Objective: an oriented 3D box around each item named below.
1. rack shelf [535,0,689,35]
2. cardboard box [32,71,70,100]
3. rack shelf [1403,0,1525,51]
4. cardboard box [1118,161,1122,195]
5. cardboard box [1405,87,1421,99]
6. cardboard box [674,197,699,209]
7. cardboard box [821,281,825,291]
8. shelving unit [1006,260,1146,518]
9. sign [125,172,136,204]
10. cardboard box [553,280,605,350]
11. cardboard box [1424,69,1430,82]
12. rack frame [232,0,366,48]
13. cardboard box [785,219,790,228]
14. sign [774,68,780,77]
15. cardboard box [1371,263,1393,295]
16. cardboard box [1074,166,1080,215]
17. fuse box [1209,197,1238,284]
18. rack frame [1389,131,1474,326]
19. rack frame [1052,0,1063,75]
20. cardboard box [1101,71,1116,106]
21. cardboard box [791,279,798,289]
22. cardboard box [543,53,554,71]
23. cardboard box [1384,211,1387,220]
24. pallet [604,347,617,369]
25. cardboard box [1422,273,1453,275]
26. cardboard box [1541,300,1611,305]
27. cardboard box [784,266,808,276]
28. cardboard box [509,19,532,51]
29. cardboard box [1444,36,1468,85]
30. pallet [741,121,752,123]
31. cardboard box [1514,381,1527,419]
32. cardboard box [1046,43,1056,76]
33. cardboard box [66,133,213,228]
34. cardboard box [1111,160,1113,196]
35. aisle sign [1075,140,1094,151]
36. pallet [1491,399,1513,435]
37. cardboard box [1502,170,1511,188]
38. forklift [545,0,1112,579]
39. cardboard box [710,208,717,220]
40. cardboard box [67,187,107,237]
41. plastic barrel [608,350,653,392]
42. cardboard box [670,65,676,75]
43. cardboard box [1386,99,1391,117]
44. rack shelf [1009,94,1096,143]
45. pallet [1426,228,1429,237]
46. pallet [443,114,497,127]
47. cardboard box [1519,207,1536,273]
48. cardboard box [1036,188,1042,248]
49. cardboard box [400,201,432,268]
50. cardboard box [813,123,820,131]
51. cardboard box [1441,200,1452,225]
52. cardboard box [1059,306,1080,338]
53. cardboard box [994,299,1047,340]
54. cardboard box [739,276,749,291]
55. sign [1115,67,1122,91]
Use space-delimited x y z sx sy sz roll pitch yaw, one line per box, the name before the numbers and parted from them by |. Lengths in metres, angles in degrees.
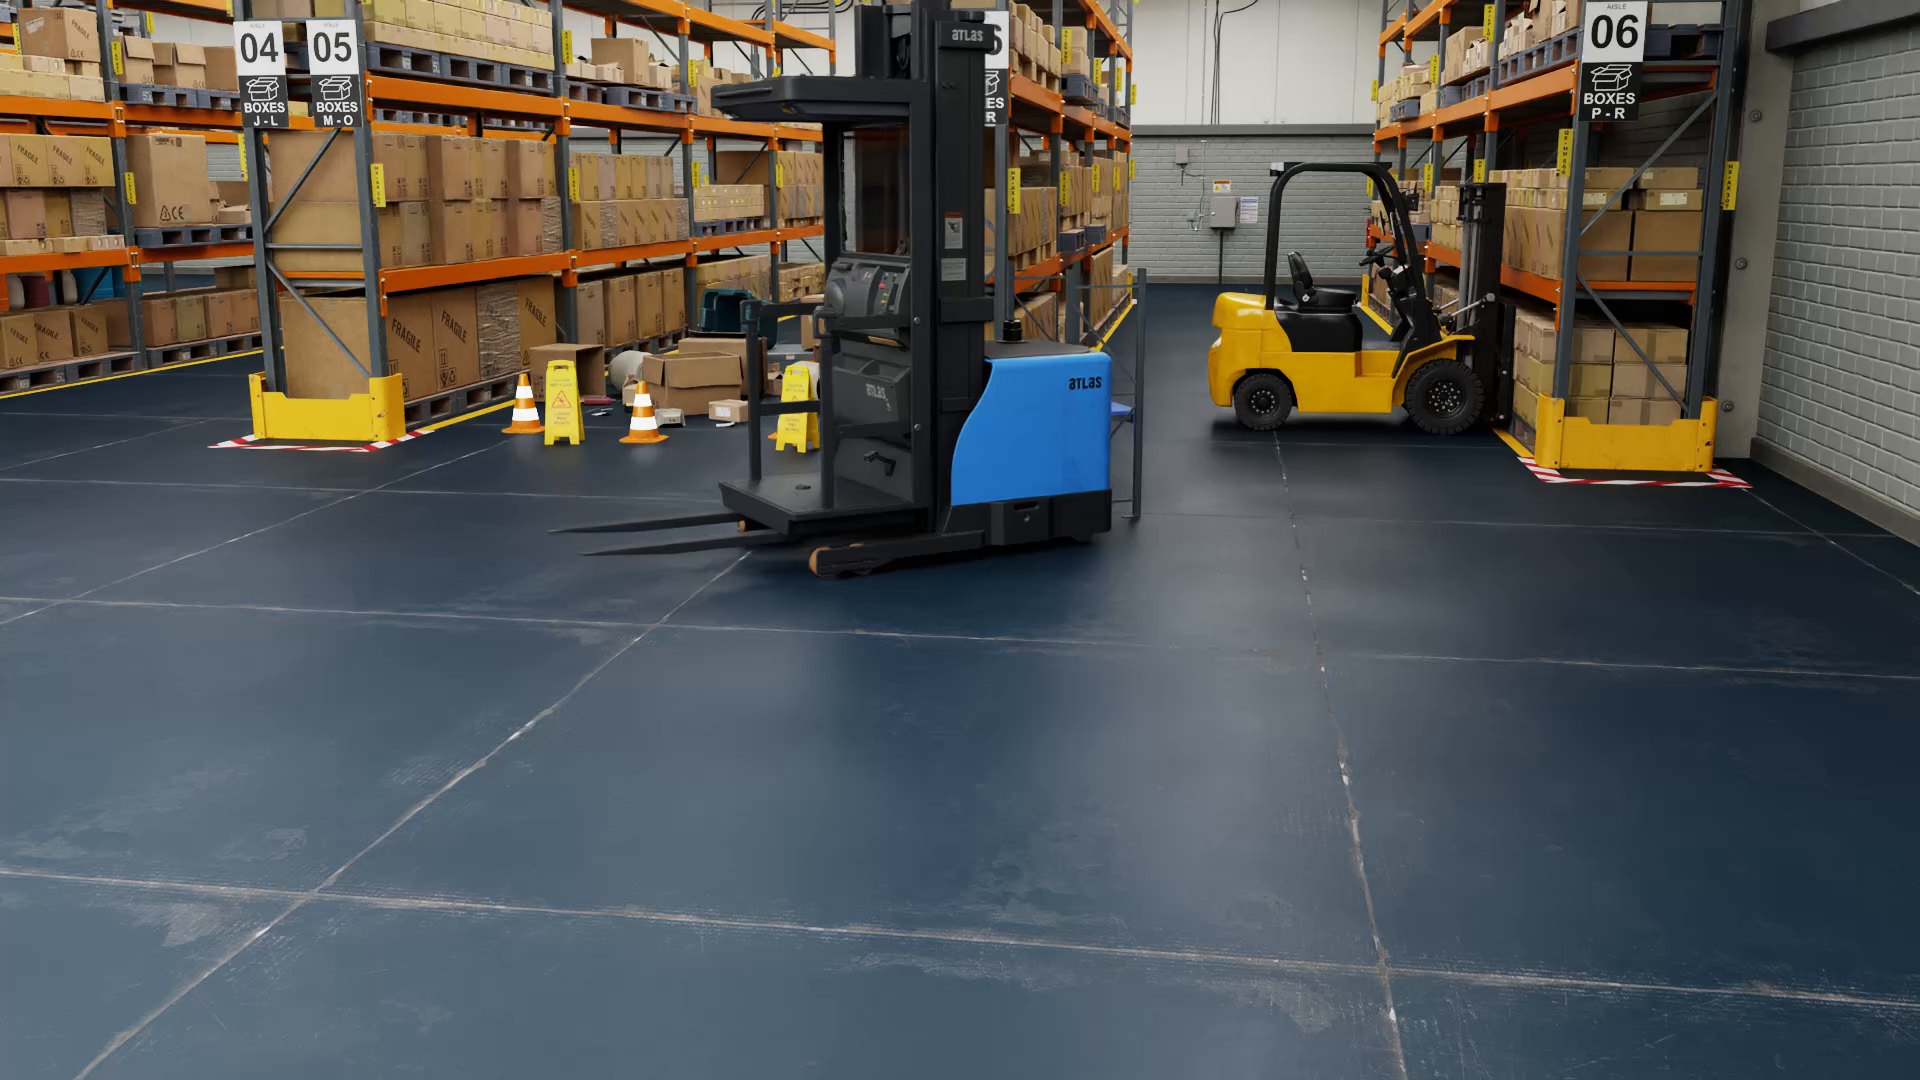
rack shelf | -4.128 -5.937 18.338 1.077 0.370 4.000 2 12 9
cardboard box | -9.223 -4.498 16.481 0.500 0.250 0.500 2 12 10
rack shelf | 6.300 -6.470 20.812 1.077 0.370 4.000 2 12 9
cardboard box | 2.188 -5.501 25.289 0.500 0.500 0.500 2 12 10
cardboard box | 6.013 -5.837 21.698 0.380 0.149 0.250 2 12 8
cardboard box | -3.547 -4.290 21.171 0.380 0.149 0.250 2 12 11
cardboard box | -2.404 -4.271 27.964 0.380 0.149 0.250 2 12 10
shelving unit | 0.700 -0.962 10.395 0.538 1.500 1.048 -4 13 -18
sign | -8.783 -3.724 17.598 0.100 0.325 0.005 2 12 9
cardboard box | -4.429 -2.373 17.726 1.050 0.750 0.750 2 12 8
cardboard box | 5.916 -5.700 20.407 0.380 0.149 0.250 2 12 7
rack frame | -5.050 -5.235 12.424 1.000 3.000 0.127 2 12 9
cardboard box | -2.835 -4.896 25.686 0.380 0.149 0.250 1 12 6
sign | -2.656 -6.695 24.156 0.100 0.325 0.005 2 12 9
cardboard box | 7.035 -4.194 26.764 0.797 0.503 0.637 1 12 6
cardboard box | 0.993 -3.690 17.557 0.500 0.500 0.500 2 12 8
fuse box | 5.214 -5.940 32.994 0.539 1.711 0.414 2 12 9
rack frame | 6.607 -4.501 23.258 1.000 3.000 0.127 2 12 9
rack frame | 0.472 -5.928 15.642 1.000 3.000 0.127 2 12 9
cardboard box | 2.000 -6.546 24.156 0.500 0.500 0.500 2 12 10
cardboard box | -2.771 -4.043 26.195 0.380 0.149 0.250 2 12 11
cardboard box | -4.175 -4.646 16.176 0.380 0.149 0.250 2 12 8
cardboard box | 6.597 -4.895 24.737 0.500 0.250 0.500 2 12 8
pallet | -4.391 -1.935 17.971 1.003 0.211 1.213 2 12 9
cardboard box | 6.036 -3.296 21.066 0.380 0.149 0.250 2 12 8
cardboard box | 5.429 -1.971 14.675 0.500 0.250 0.500 2 12 8
cardboard box | -2.669 -4.348 26.906 0.380 0.149 0.250 1 12 7
cardboard box | -4.335 -4.712 15.531 0.500 0.250 0.500 2 12 8
cardboard box | 5.640 -5.295 18.350 0.500 0.500 0.500 2 12 9
pallet | -3.561 -5.834 22.769 1.213 0.211 1.003 2 12 9
cardboard box | 4.607 -1.075 12.893 0.500 0.250 0.500 2 12 9
cardboard box | 0.593 -4.328 14.987 0.500 0.250 0.500 2 12 8
cardboard box | -9.060 -3.976 18.402 1.000 1.000 1.000 2 12 9
cardboard box | 1.881 -5.097 23.416 0.500 0.500 0.500 2 12 10
aisle sign | 2.042 -6.789 27.704 0.394 0.787 0.004 2 12 9
pallet | 5.028 -1.054 13.881 1.003 0.211 1.213 2 12 9
cardboard box | 4.912 -3.129 14.410 0.380 0.149 0.250 2 12 10
forklift | -0.682 -1.360 8.845 3.031 2.935 1.130 -7 14 -28
cardboard box | -3.429 -4.305 21.949 0.380 0.149 0.250 2 12 11
cardboard box | -9.451 -3.419 17.296 0.875 0.500 0.500 2 12 9
plastic barrel | -3.094 -1.590 15.865 0.421 0.421 0.512 -10 16 -40
cardboard box | -3.837 -6.218 22.052 0.396 0.266 0.258 2 12 9
cardboard box | 6.678 -6.467 24.913 0.500 0.250 0.500 2 12 8
rack shelf | 0.779 -4.527 17.965 1.077 0.370 4.000 2 12 9
pallet | 6.286 -3.979 21.294 1.003 0.211 1.213 2 12 9
pallet | -7.954 -6.575 25.973 1.003 0.211 1.213 2 12 9
cardboard box | 4.745 -2.377 13.166 0.500 0.500 0.500 2 12 8
cardboard box | 0.427 -2.767 14.269 0.500 0.500 0.500 2 12 7
cardboard box | -4.975 -2.570 13.940 0.875 0.550 0.550 2 12 9
cardboard box | -2.559 -6.713 26.761 0.500 0.250 0.500 2 12 11
cardboard box | 5.506 -3.542 17.980 0.500 0.250 0.500 2 12 7
cardboard box | 0.884 -2.478 19.112 0.950 0.372 0.625 2 12 8
cardboard box | 0.492 -1.879 14.844 0.500 0.500 0.500 3 12 12
cardboard box | -3.232 -3.408 23.124 0.500 0.500 0.500 2 12 7
sign | 2.240 -6.518 23.525 0.100 0.325 0.005 2 12 9
